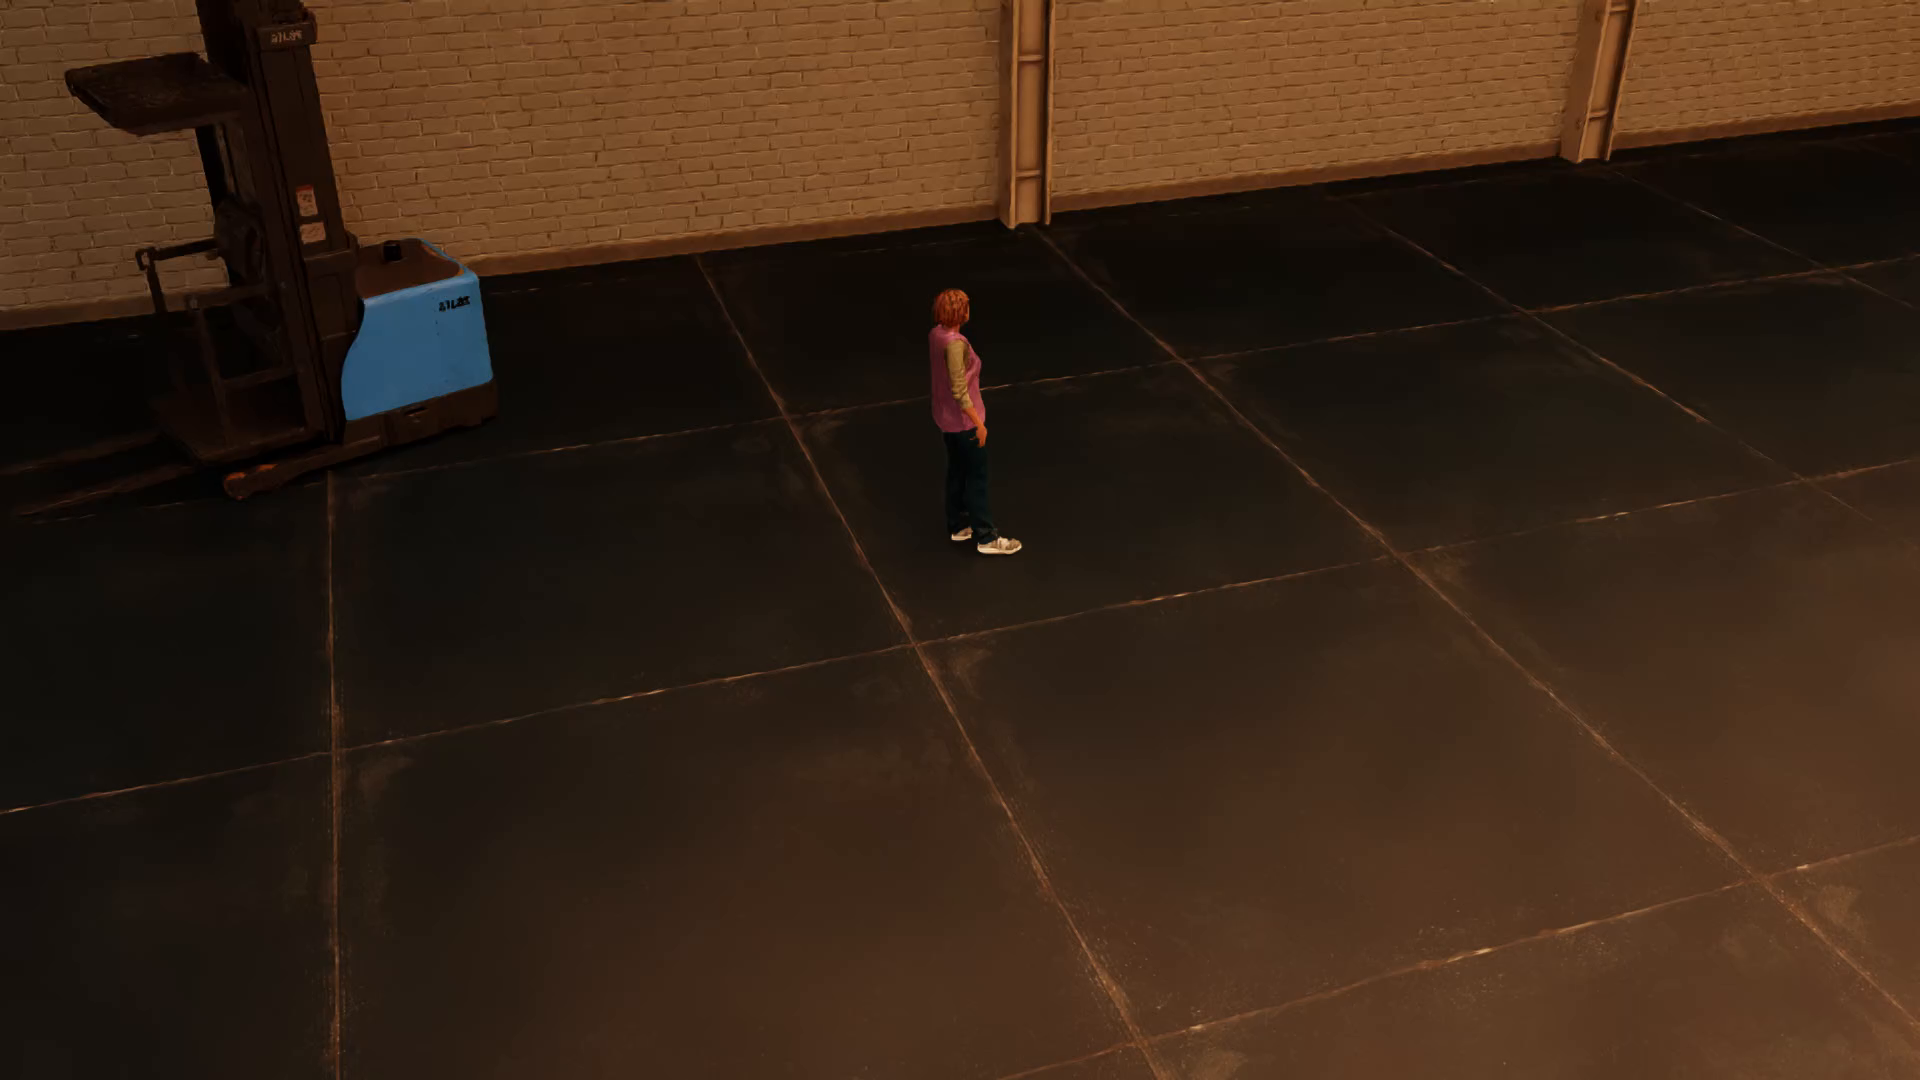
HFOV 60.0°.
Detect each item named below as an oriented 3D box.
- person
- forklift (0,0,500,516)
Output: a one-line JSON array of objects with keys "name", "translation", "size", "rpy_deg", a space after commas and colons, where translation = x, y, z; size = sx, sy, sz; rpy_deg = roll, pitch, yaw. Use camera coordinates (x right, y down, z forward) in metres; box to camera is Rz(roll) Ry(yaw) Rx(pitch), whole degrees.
[{"name": "person", "translation": [0.075, -0.703, 9.633], "size": [0.474, 1.597, 0.520], "rpy_deg": [-10, 31, -16]}, {"name": "forklift", "translation": [-4.629, -1.822, 10.253], "size": [3.031, 2.935, 1.130], "rpy_deg": [-22, 36, -33]}]
